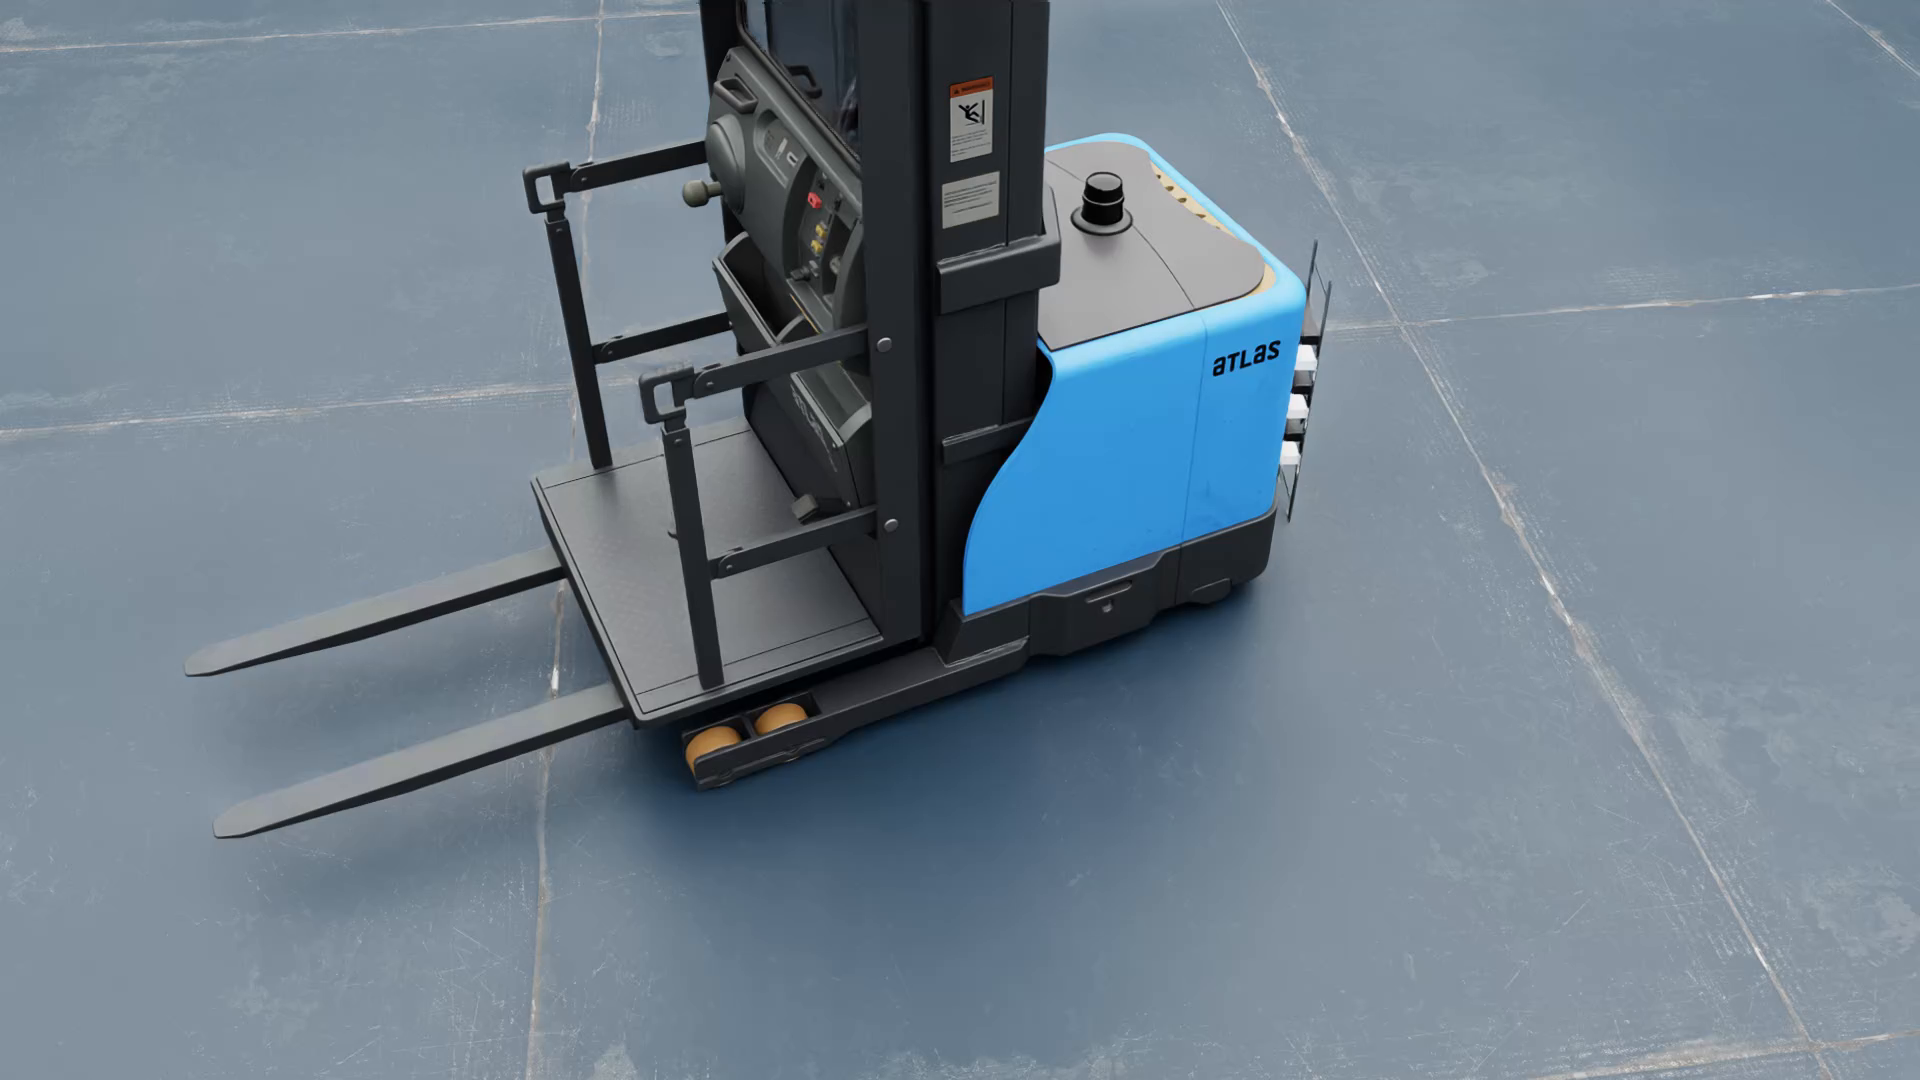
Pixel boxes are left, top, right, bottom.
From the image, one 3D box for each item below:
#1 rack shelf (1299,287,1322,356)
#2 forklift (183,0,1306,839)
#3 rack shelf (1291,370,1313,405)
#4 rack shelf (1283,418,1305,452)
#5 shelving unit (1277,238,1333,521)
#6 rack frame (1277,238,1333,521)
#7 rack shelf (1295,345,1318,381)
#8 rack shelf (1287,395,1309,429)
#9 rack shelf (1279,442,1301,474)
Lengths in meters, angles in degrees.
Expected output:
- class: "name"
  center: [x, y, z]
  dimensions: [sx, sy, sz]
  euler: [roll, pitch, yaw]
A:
- class: "rack shelf"
  center: [0.949, -0.648, 4.943]
  dimensions: [0.200, 0.077, 0.258]
  euler: [-1, 42, -1]
- class: "forklift"
  center: [-0.617, -0.826, 3.978]
  dimensions: [3.031, 2.935, 1.130]
  euler: [-18, 45, -19]
- class: "rack shelf"
  center: [0.949, -0.514, 5.063]
  dimensions: [0.200, 0.077, 0.258]
  euler: [-1, 42, -1]
- class: "rack shelf"
  center: [0.949, -0.380, 5.184]
  dimensions: [0.200, 0.077, 0.258]
  euler: [-1, 42, -1]
- class: "shelving unit"
  center: [0.949, -0.472, 5.101]
  dimensions: [0.210, 0.900, 0.258]
  euler: [-1, 42, -1]
- class: "rack frame"
  center: [1.050, -0.474, 5.103]
  dimensions: [0.006, 0.900, 0.240]
  euler: [-1, 42, -1]
- class: "rack shelf"
  center: [0.949, -0.581, 5.003]
  dimensions: [0.200, 0.077, 0.258]
  euler: [-1, 42, -1]
- class: "rack shelf"
  center: [0.949, -0.447, 5.124]
  dimensions: [0.200, 0.077, 0.258]
  euler: [-1, 42, -1]
- class: "rack shelf"
  center: [0.949, -0.314, 5.244]
  dimensions: [0.200, 0.077, 0.258]
  euler: [-1, 42, -1]
